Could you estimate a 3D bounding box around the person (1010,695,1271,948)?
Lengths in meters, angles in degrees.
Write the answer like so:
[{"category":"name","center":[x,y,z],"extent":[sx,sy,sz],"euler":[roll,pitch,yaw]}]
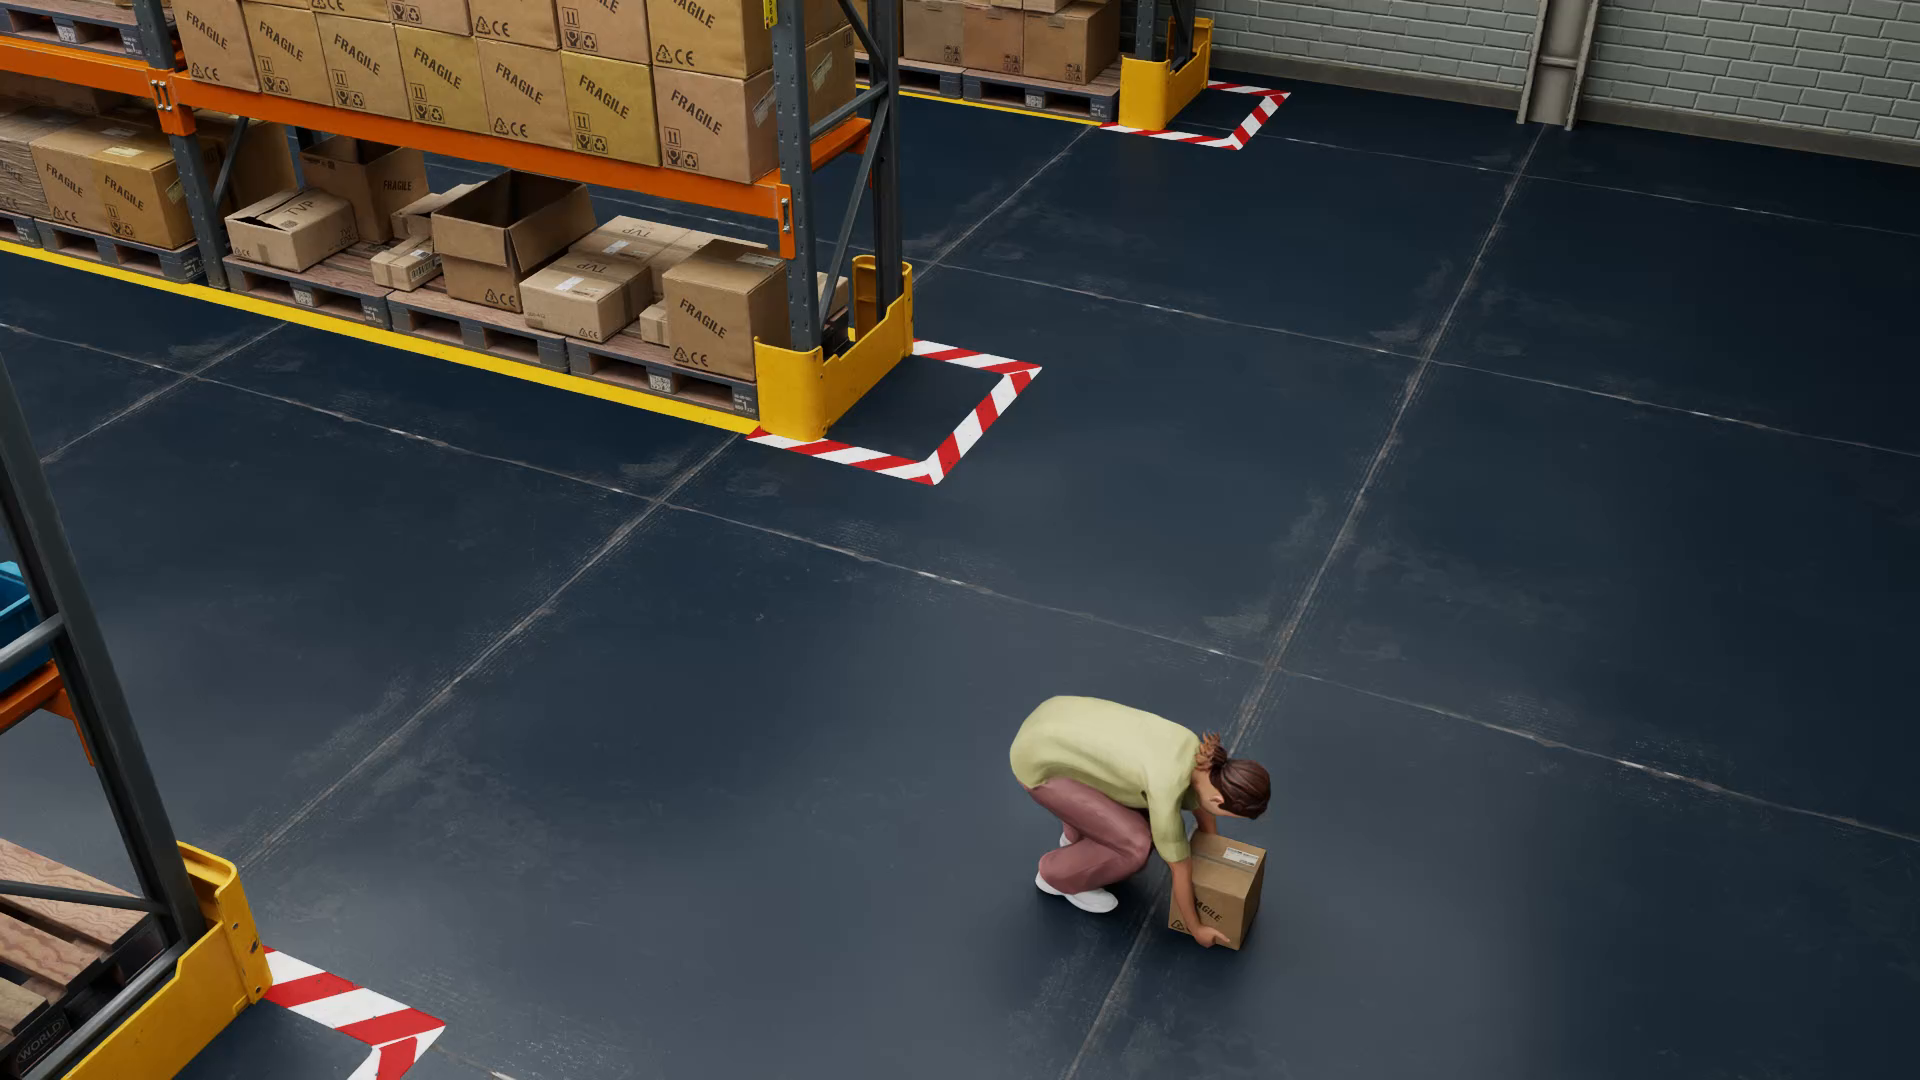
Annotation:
[{"category":"person","center":[0.598,0.915,5.630],"extent":[0.867,0.756,0.463],"euler":[13,36,19]}]
